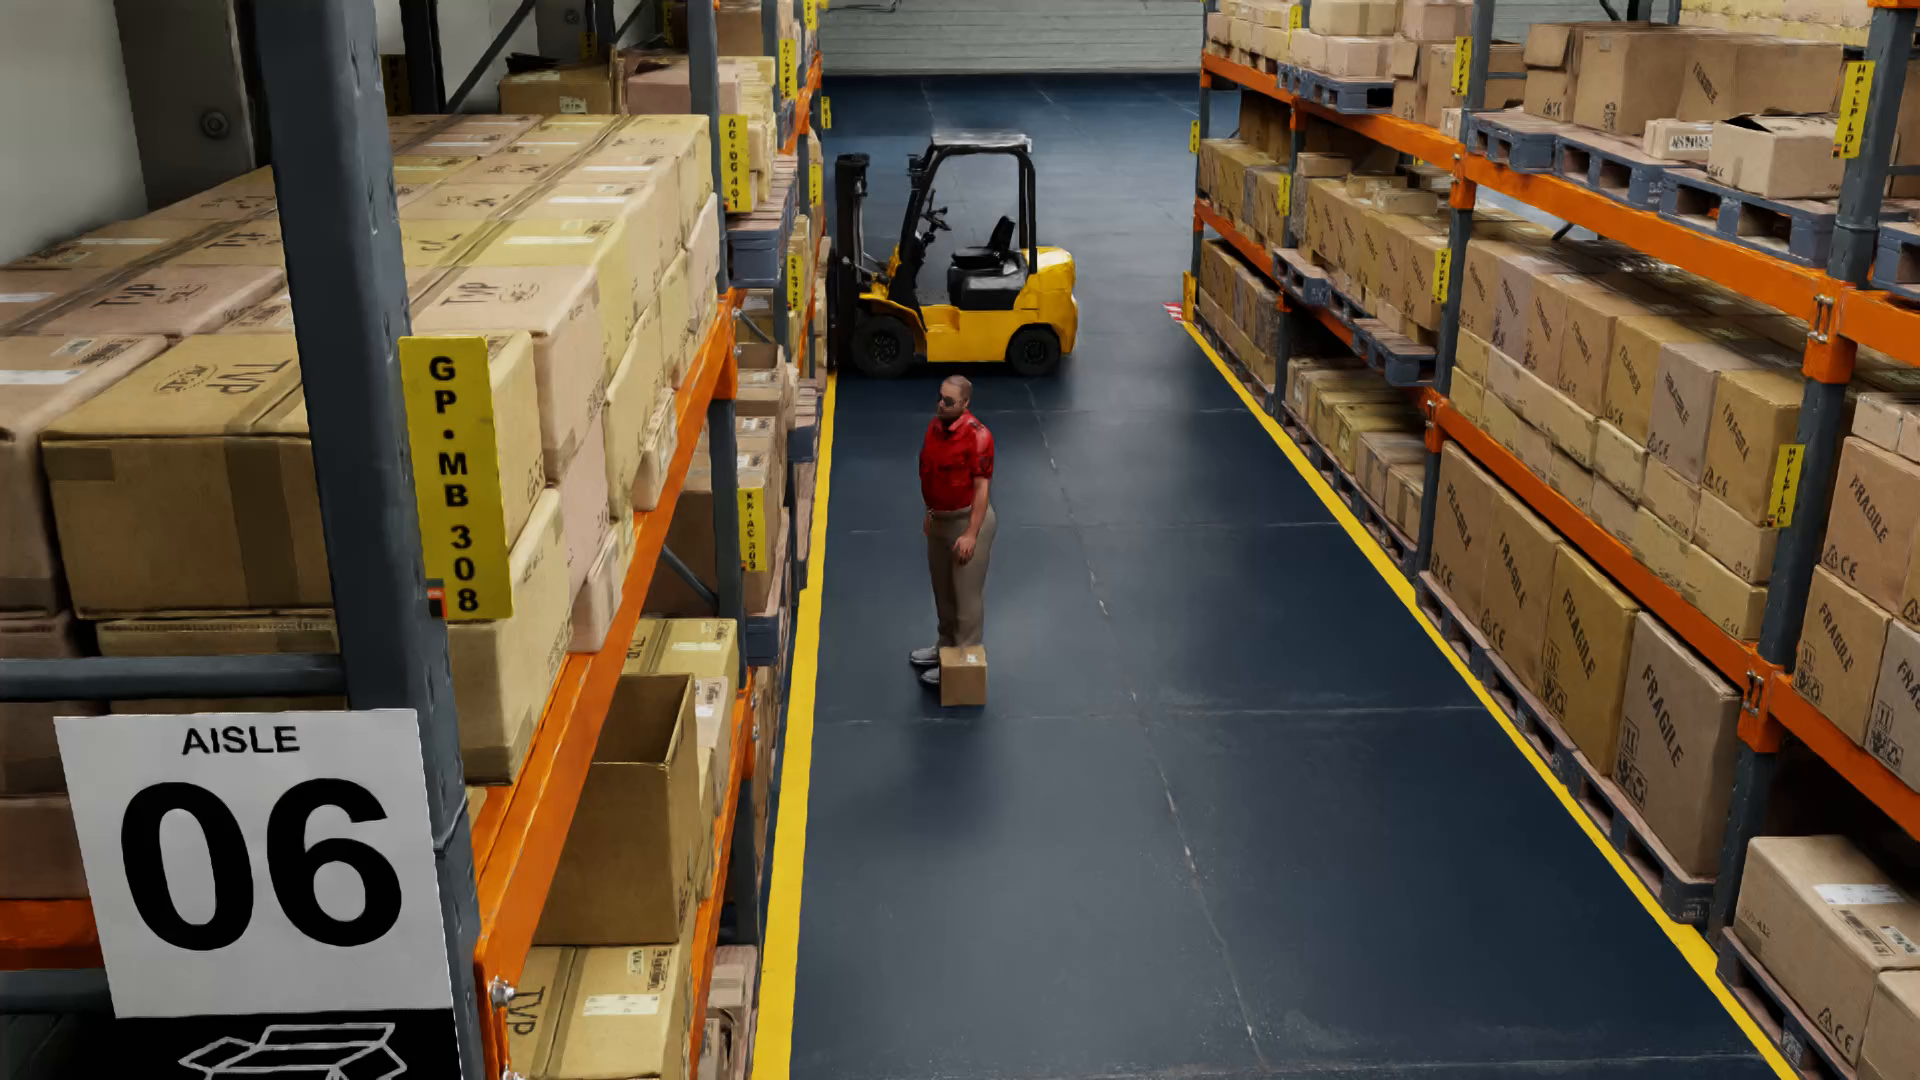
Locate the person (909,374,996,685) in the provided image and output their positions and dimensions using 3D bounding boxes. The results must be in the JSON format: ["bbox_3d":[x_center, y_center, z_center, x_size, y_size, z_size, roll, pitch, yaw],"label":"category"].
[{"bbox_3d":[-0.083,-0.070,9.226,0.477,1.737,0.596,-15,25,-35],"label":"person"}]
